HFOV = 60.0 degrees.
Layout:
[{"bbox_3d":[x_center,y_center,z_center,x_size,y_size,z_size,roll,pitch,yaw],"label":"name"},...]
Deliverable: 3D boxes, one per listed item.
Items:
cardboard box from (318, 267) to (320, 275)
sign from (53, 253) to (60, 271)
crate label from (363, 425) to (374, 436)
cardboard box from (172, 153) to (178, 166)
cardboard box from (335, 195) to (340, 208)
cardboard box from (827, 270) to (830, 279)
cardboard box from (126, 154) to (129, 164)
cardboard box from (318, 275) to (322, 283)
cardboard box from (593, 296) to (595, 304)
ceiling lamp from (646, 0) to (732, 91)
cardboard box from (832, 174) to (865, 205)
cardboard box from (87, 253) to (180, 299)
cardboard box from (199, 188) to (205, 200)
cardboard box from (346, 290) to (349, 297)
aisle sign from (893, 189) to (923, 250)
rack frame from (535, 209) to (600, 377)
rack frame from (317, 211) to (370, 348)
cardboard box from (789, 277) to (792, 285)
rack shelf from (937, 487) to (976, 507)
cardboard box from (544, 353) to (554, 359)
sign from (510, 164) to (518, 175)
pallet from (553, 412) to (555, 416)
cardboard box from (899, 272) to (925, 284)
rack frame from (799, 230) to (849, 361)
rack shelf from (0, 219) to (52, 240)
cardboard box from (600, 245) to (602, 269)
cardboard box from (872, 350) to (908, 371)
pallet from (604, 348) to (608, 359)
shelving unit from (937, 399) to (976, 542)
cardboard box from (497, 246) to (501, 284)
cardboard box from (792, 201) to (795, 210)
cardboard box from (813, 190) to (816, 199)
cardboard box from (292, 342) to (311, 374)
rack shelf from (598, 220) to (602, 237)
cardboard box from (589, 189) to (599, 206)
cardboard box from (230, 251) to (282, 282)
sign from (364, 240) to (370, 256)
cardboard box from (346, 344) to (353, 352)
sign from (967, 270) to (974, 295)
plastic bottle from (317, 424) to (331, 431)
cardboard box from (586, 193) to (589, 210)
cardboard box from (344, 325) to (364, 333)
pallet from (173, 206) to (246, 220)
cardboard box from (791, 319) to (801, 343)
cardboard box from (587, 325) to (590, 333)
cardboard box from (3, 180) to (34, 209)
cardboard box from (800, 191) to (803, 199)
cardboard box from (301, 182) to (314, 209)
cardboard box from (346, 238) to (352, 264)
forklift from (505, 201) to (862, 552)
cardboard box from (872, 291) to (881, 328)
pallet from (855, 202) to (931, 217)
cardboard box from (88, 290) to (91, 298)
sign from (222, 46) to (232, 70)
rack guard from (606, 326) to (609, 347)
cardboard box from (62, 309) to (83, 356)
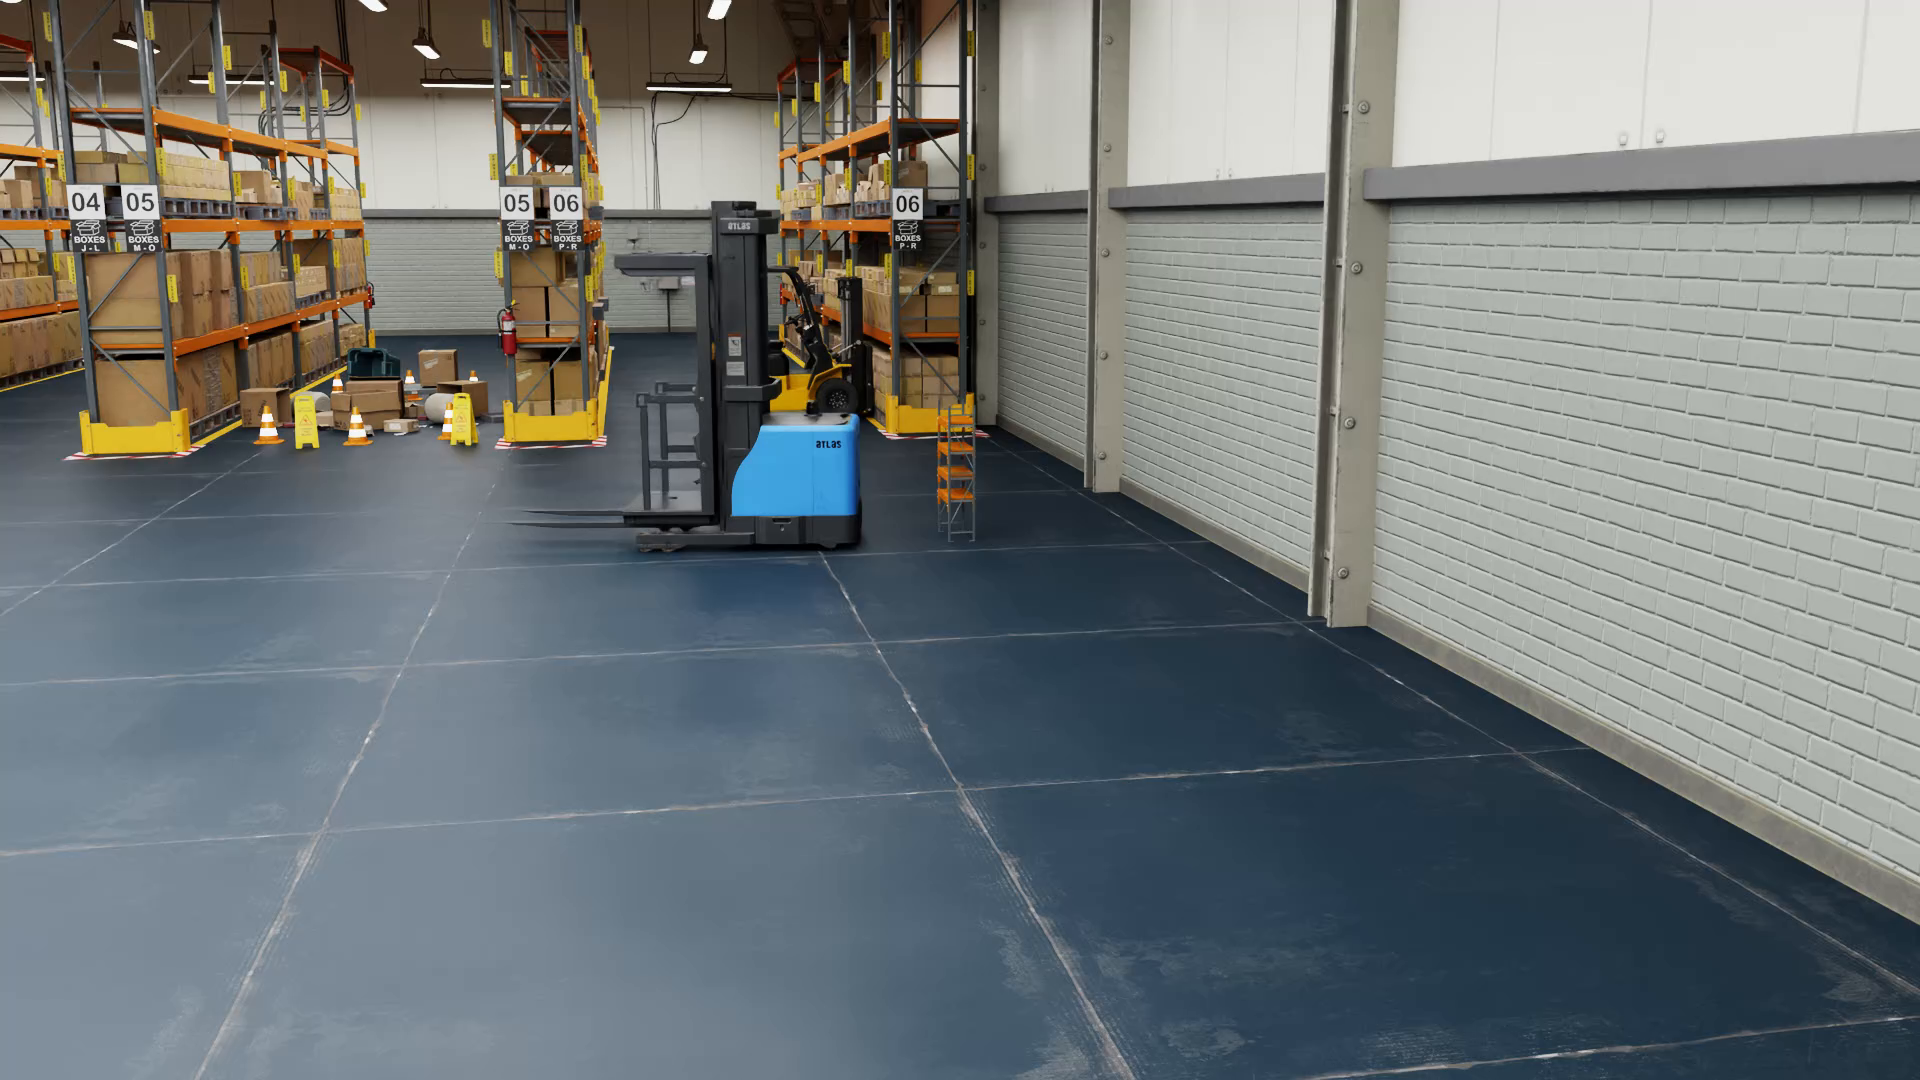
[{"bbox_3d":[-12.076,-4.984,30.815,0.380,0.149,0.250,-2,11,-13],"label":"cardboard box"},{"bbox_3d":[-16.801,-5.161,30.906,0.100,0.325,0.005,-2,11,-11],"label":"sign"},{"bbox_3d":[-7.862,-1.434,21.866,0.250,0.136,0.298,-9,14,-40],"label":"crate label"},{"bbox_3d":[-9.963,-4.734,20.671,0.380,0.149,0.250,-2,11,-12],"label":"cardboard box"},{"bbox_3d":[-12.397,-6.606,32.422,0.500,0.250,0.500,-2,11,-11],"label":"cardboard box"},{"bbox_3d":[-2.139,-4.668,29.195,0.380,0.149,0.250,-2,11,-10],"label":"cardboard box"},{"bbox_3d":[-10.707,-4.804,21.039,0.380,0.149,0.250,-2,11,-11],"label":"cardboard box"},{"bbox_3d":[-12.078,-4.841,30.862,0.380,0.149,0.250,-2,11,-9],"label":"cardboard box"},{"bbox_3d":[-5.892,-3.745,25.898,0.380,0.149,0.250,-2,11,-10],"label":"cardboard box"},{"bbox_3d":[-6.326,-12.107,38.625,2.000,3.185,0.800,-2,11,-11],"label":"ceiling lamp"},{"bbox_3d":[-1.865,-5.868,27.821,0.500,0.500,0.500,-2,11,-10],"label":"cardboard box"},{"bbox_3d":[-10.147,-3.244,20.431,0.875,0.550,0.550,-2,11,-11],"label":"cardboard box"},{"bbox_3d":[-10.209,-4.575,21.970,0.380,0.149,0.250,-2,11,-11],"label":"cardboard box"},{"bbox_3d":[-12.485,-4.952,33.363,0.380,0.149,0.250,-2,11,-8],"label":"cardboard box"},{"bbox_3d":[-0.684,-4.205,21.814,0.394,0.787,0.004,-2,11,-11],"label":"aisle sign"},{"bbox_3d":[-6.833,-4.237,28.933,1.000,3.000,0.127,-2,11,-11],"label":"rack frame"},{"bbox_3d":[-13.225,-5.505,35.599,1.000,3.000,0.127,-2,11,-11],"label":"rack frame"},{"bbox_3d":[-3.376,-5.586,35.629,0.500,0.250,0.500,-2,11,-13],"label":"cardboard box"},{"bbox_3d":[-0.032,-0.359,14.794,0.258,0.148,0.480,-2,11,-11],"label":"rack shelf"},{"bbox_3d":[-5.885,-2.319,23.084,0.500,0.500,0.500,-2,11,-12],"label":"cardboard box"},{"bbox_3d":[-6.599,-5.403,24.604,0.100,0.325,0.005,-2,11,-11],"label":"sign"},{"bbox_3d":[-5.415,-1.564,22.348,1.003,0.211,1.213,-2,11,-11],"label":"pallet"},{"bbox_3d":[-0.685,-3.522,22.383,0.380,0.149,0.250,-2,11,-11],"label":"cardboard box"},{"bbox_3d":[-2.743,-5.151,33.739,1.000,3.000,0.127,-2,11,-11],"label":"rack frame"},{"bbox_3d":[-16.943,-5.363,28.754,1.077,0.370,4.000,-2,11,-11],"label":"rack shelf"},{"bbox_3d":[-7.838,-5.979,35.145,0.500,0.500,0.500,-2,11,-11],"label":"cardboard box"},{"bbox_3d":[-1.017,-2.556,23.660,0.500,0.250,0.500,-2,11,-10],"label":"cardboard box"},{"bbox_3d":[-7.682,-3.743,33.796,1.003,0.211,1.213,-2,11,-11],"label":"pallet"},{"bbox_3d":[-0.032,-0.620,14.744,0.258,1.200,0.503,-2,11,-11],"label":"shelving unit"},{"bbox_3d":[-5.882,-3.724,22.505,0.700,0.500,0.500,-2,11,-12],"label":"cardboard box"},{"bbox_3d":[-3.194,-6.872,34.361,0.500,0.250,0.500,-3,11,-13],"label":"cardboard box"},{"bbox_3d":[-2.523,-6.404,30.836,0.380,0.149,0.250,-2,11,-12],"label":"cardboard box"},{"bbox_3d":[-11.556,-3.155,28.815,0.500,0.500,0.500,-3,11,-13],"label":"cardboard box"},{"bbox_3d":[-8.000,-6.457,34.502,1.077,0.370,4.000,-2,11,-11],"label":"rack shelf"},{"bbox_3d":[-5.775,-5.231,25.413,0.500,0.250,0.500,-2,11,-13],"label":"cardboard box"},{"bbox_3d":[-11.591,-4.496,27.353,0.700,0.500,0.500,-2,11,-11],"label":"cardboard box"},{"bbox_3d":[-12.676,-6.246,35.548,0.100,0.325,0.005,-2,11,-11],"label":"sign"},{"bbox_3d":[-12.495,-3.892,33.626,0.380,0.149,0.250,-2,11,-13],"label":"cardboard box"},{"bbox_3d":[0.137,-3.434,22.188,0.100,0.325,0.005,-2,11,-11],"label":"sign"},{"bbox_3d":[-8.644,-1.531,22.579,0.133,0.061,0.283,-6,13,-31],"label":"plastic bottle"},{"bbox_3d":[-5.705,-4.978,24.409,0.500,0.250,0.500,-2,11,-12],"label":"cardboard box"},{"bbox_3d":[-12.706,-4.424,34.830,0.380,0.149,0.250,-2,11,-12],"label":"cardboard box"},{"bbox_3d":[-11.118,-4.850,24.647,0.805,0.209,1.217,-3,11,-13],"label":"pallet"},{"bbox_3d":[-3.362,-4.489,35.821,0.500,0.500,0.500,-2,11,-10],"label":"cardboard box"},{"bbox_3d":[-5.179,-2.861,22.380,0.380,0.149,0.250,-2,11,-10],"label":"cardboard box"},{"bbox_3d":[-17.209,-6.233,30.008,0.700,0.500,0.500,-2,11,-10],"label":"cardboard box"},{"bbox_3d":[-2.909,-6.692,32.295,0.380,0.149,0.250,-2,11,-12],"label":"cardboard box"},{"bbox_3d":[-12.481,-6.427,31.029,0.700,0.500,0.500,-2,11,-11],"label":"cardboard box"},{"bbox_3d":[-12.577,-5.832,33.578,0.500,0.500,0.500,-3,11,-13],"label":"cardboard box"},{"bbox_3d":[-2.397,-1.434,14.394,3.031,2.935,1.130,0,11,-1],"label":"forklift"},{"bbox_3d":[-0.954,-3.270,23.586,0.500,0.500,0.500,-2,11,-12],"label":"cardboard box"},{"bbox_3d":[-0.996,-4.959,24.941,1.003,0.211,1.213,-2,11,-11],"label":"pallet"},{"bbox_3d":[-17.368,-4.839,32.768,0.380,0.149,0.250,-2,11,-13],"label":"cardboard box"},{"bbox_3d":[-10.342,-6.804,23.455,0.100,0.325,0.005,-2,11,-11],"label":"sign"},{"bbox_3d":[-8.394,-4.480,36.899,1.175,0.500,0.348,-2,11,-11],"label":"rack guard"},{"bbox_3d":[-17.557,-4.061,32.572,0.875,0.875,0.875,-2,11,-11],"label":"cardboard box"}]
